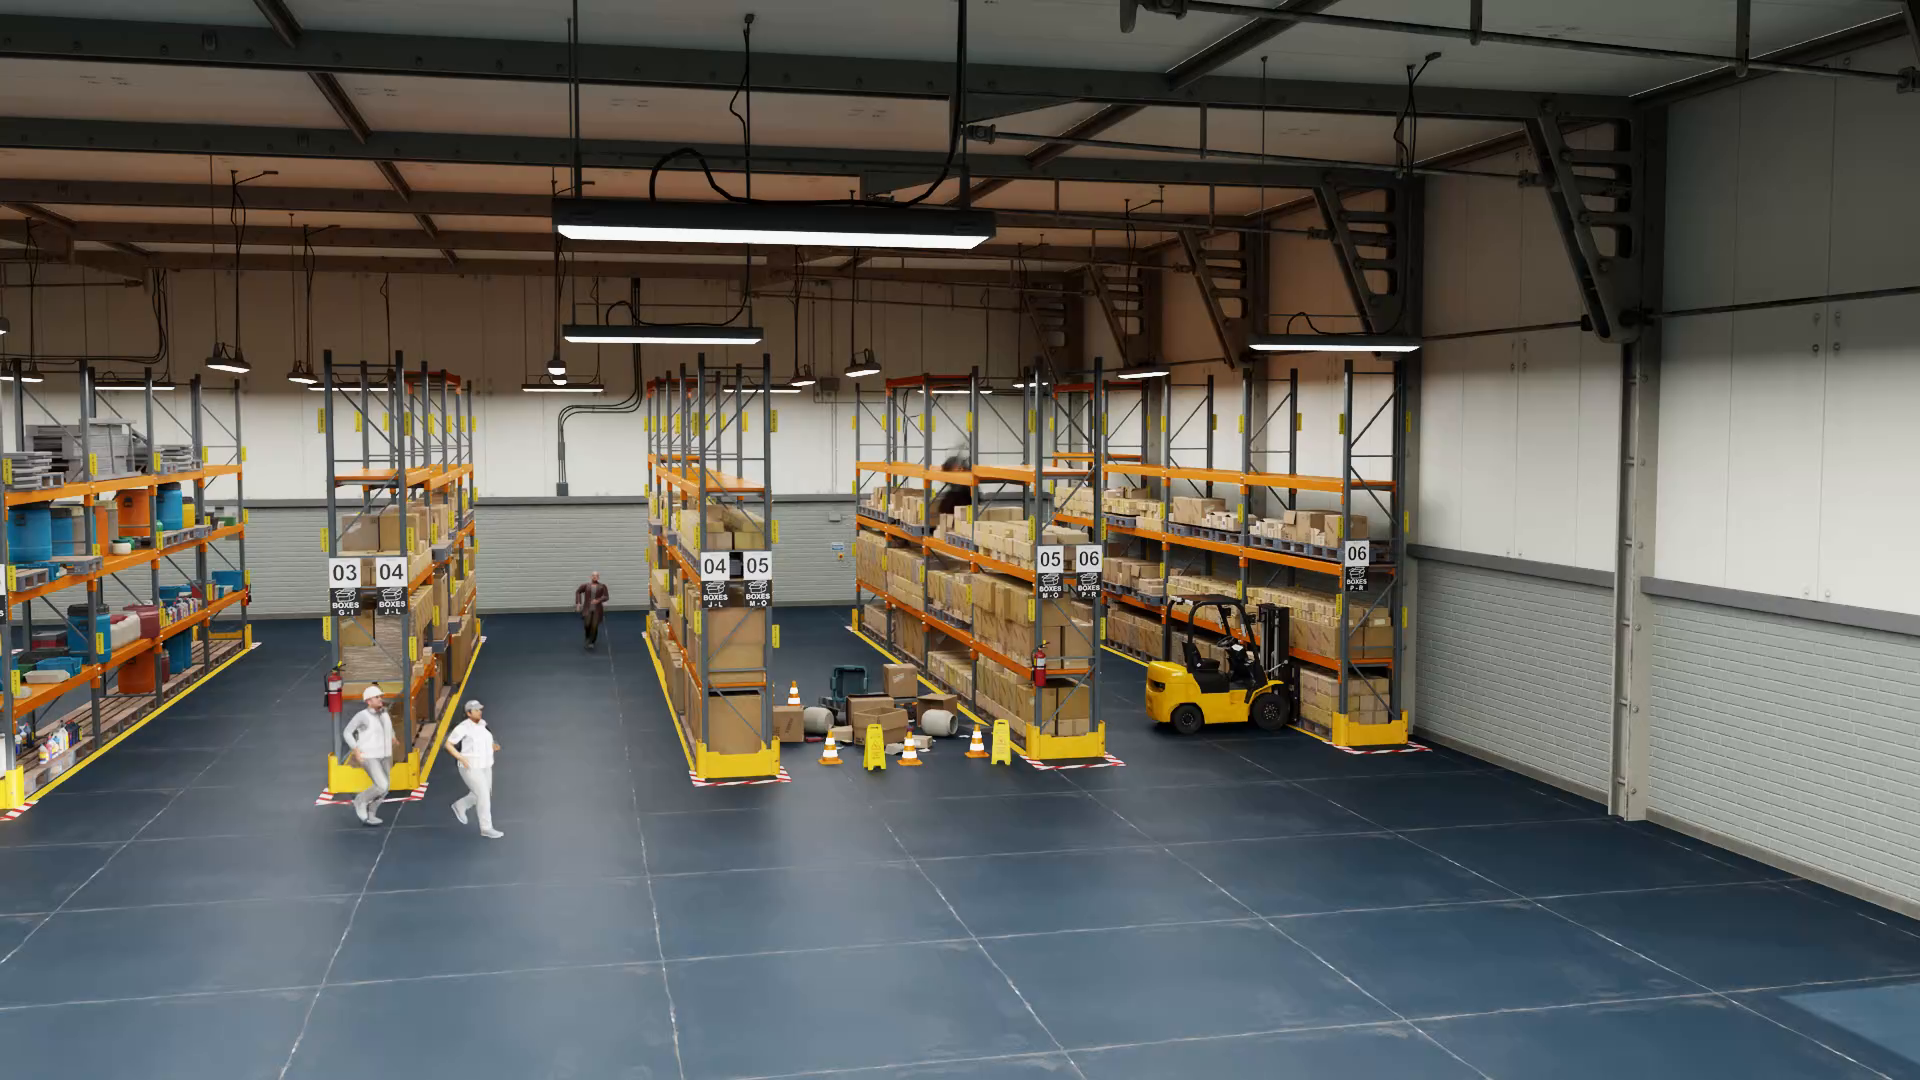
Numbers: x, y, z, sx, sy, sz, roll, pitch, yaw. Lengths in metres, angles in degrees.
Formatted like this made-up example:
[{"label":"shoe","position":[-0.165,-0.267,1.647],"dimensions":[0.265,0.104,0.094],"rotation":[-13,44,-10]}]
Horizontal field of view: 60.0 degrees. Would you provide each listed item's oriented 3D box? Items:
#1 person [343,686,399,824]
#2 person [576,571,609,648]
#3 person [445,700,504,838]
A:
[{"label":"person","position":[-7.261,2.695,20.748],"dimensions":[0.576,1.730,0.648],"rotation":[2,4,26]},{"label":"person","position":[-8.192,1.560,37.058],"dimensions":[0.704,1.717,0.604],"rotation":[-1,4,-15]},{"label":"person","position":[-5.917,2.767,20.258],"dimensions":[0.878,1.640,0.619],"rotation":[2,4,24]}]
